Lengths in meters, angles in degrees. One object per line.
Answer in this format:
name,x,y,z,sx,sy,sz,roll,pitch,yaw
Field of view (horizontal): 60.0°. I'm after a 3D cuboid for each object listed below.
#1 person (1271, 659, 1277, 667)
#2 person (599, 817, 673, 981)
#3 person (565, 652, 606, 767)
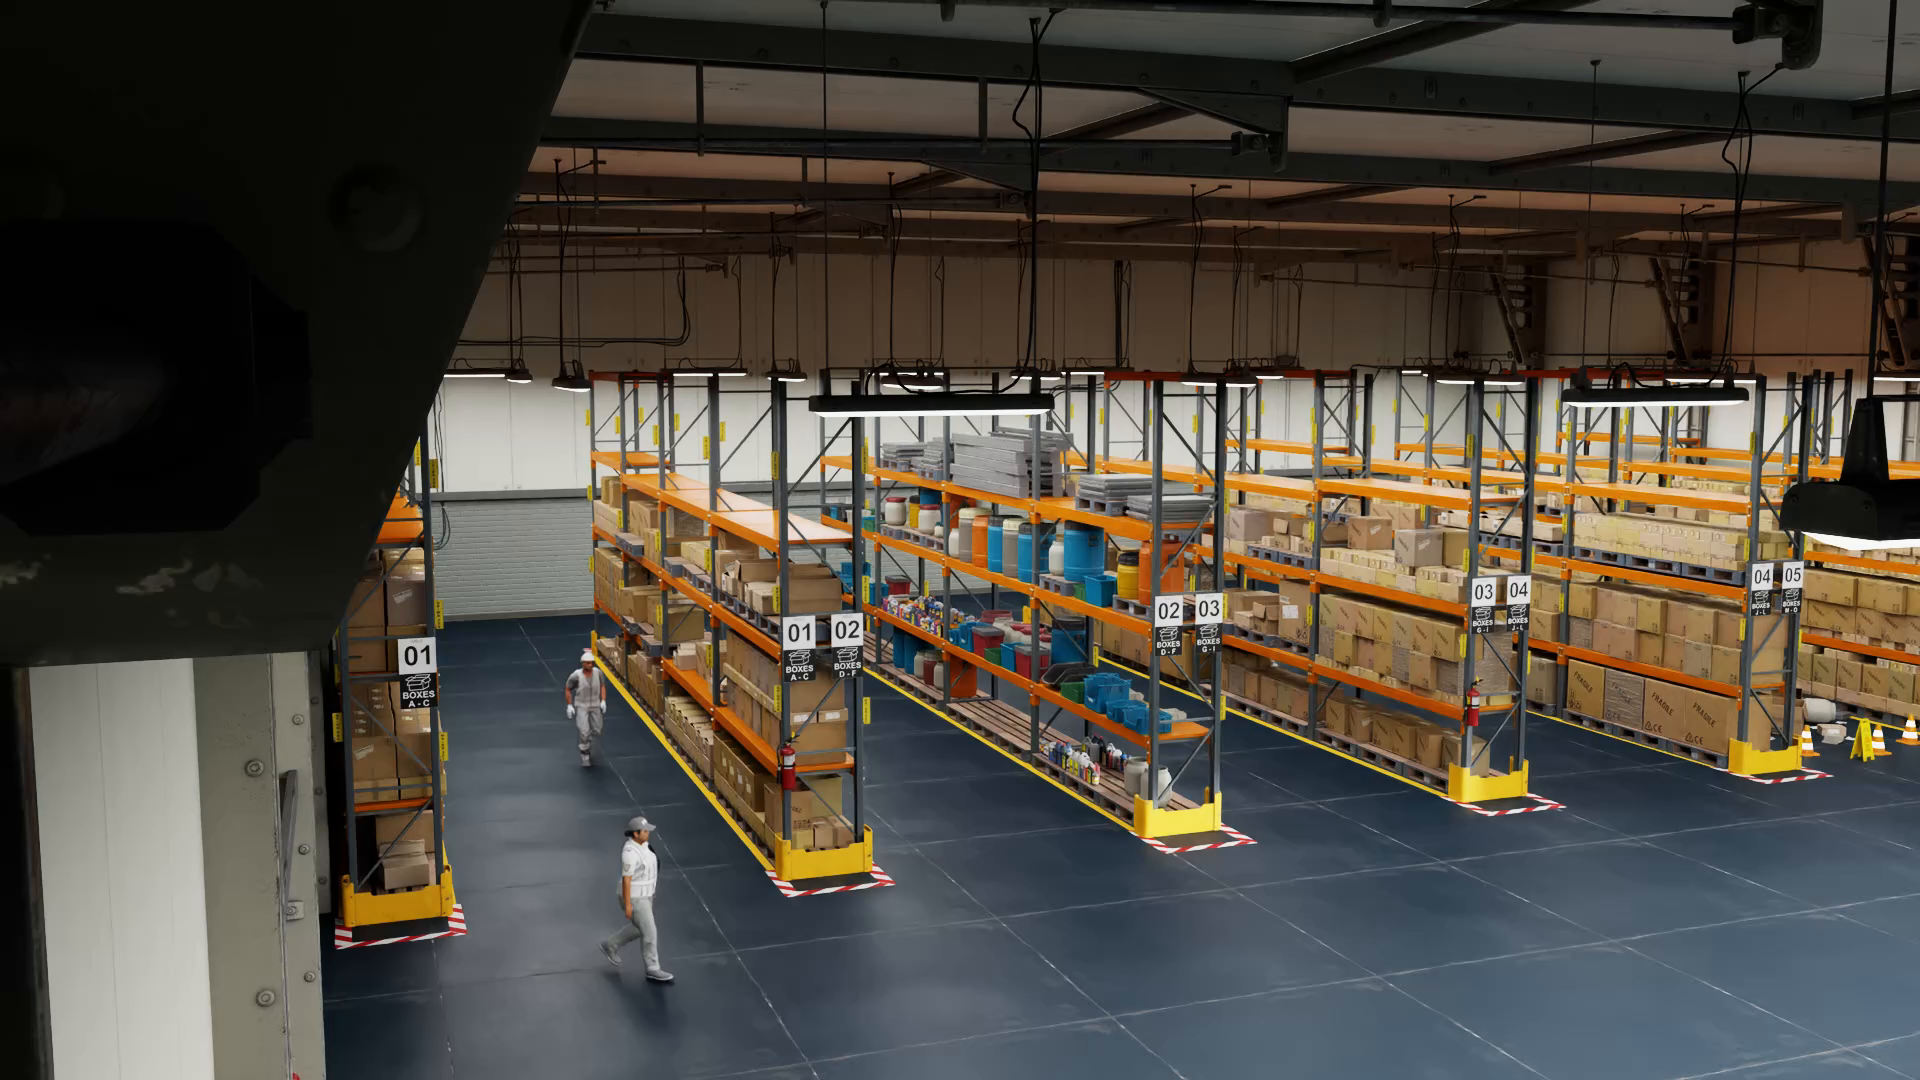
person,6.145,1.840,33.126,0.528,1.624,0.605,-5,8,-40
person,-3.307,3.621,16.967,0.842,1.631,0.523,1,6,7
person,-5.825,2.587,25.796,0.622,1.763,0.703,-4,8,-34
